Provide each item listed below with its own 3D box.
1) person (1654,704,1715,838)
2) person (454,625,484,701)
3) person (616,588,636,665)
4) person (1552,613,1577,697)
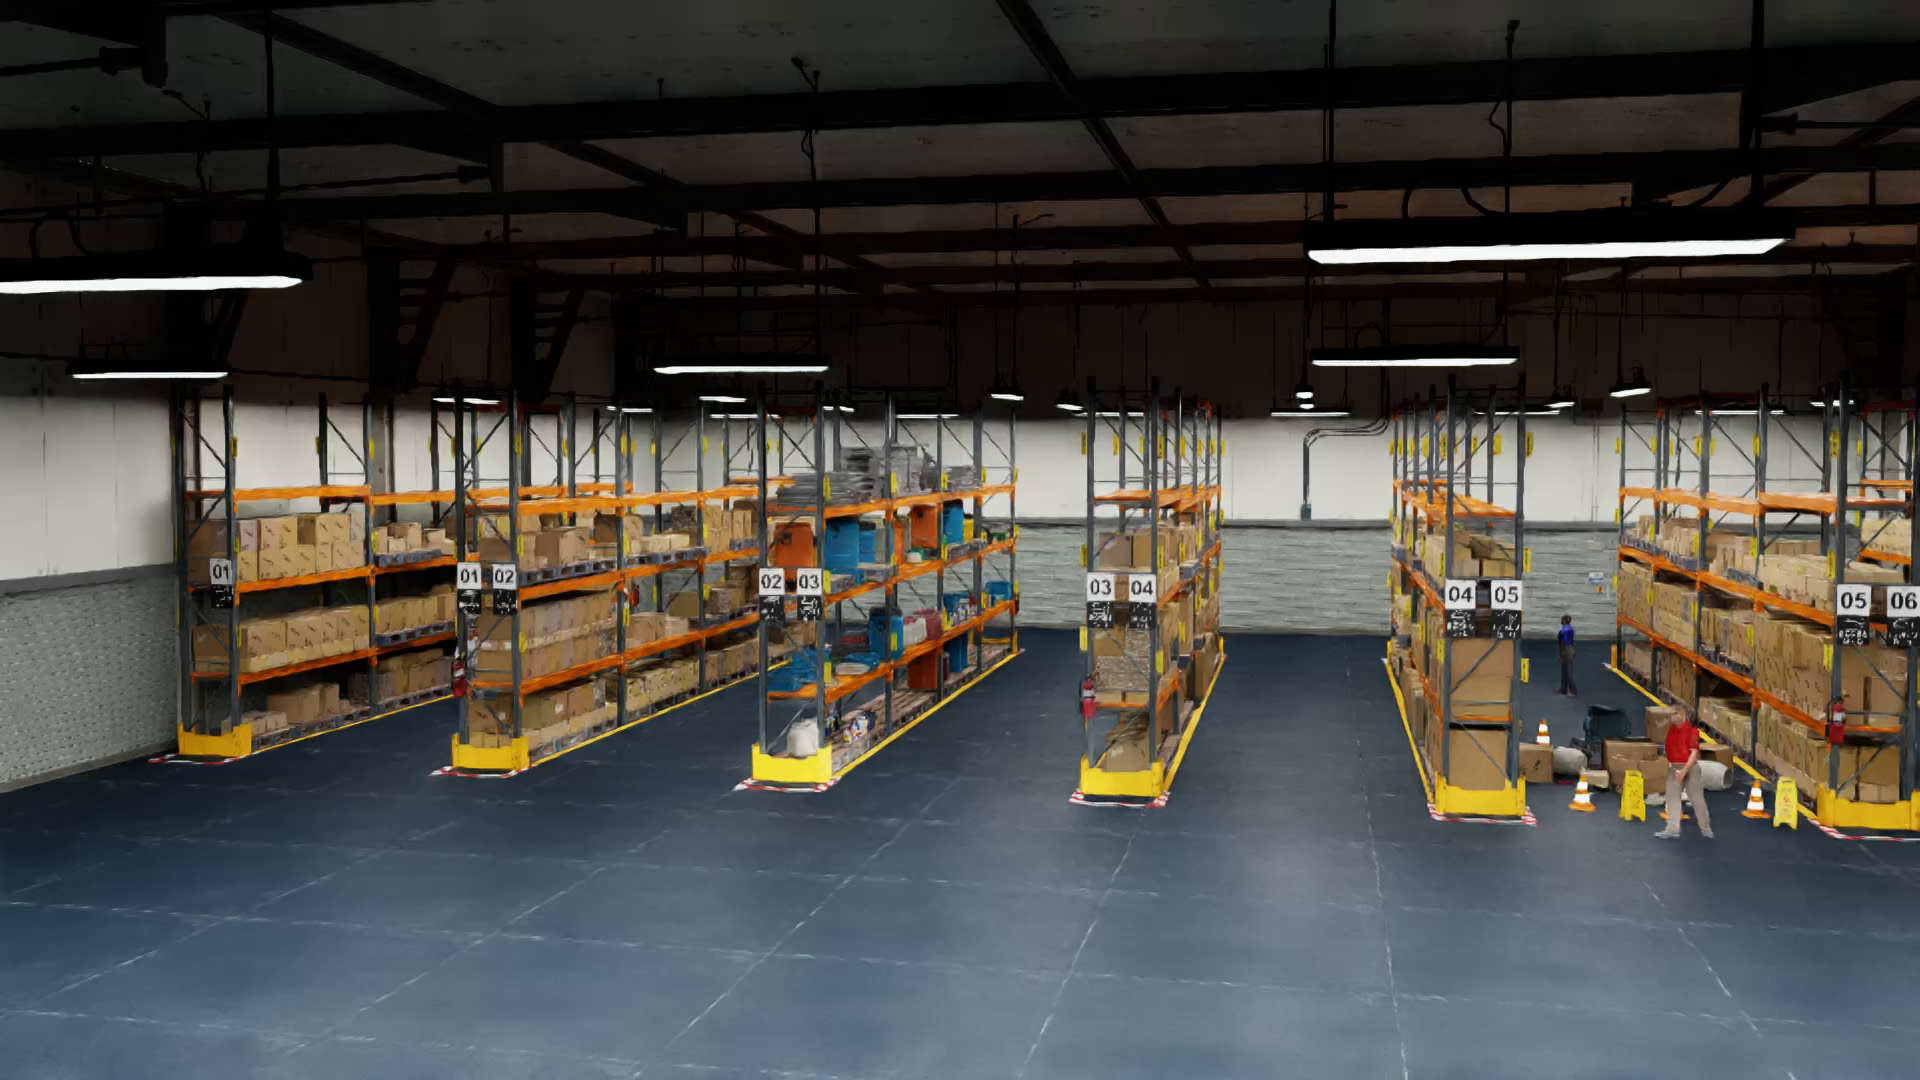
[{"bbox_3d":[9.278,2.954,21.260,0.719,1.713,0.569,-1,3,-20],"label":"person"},{"bbox_3d":[-9.360,2.401,31.958,0.639,1.610,0.807,0,3,-4],"label":"person"},{"bbox_3d":[-7.674,1.965,38.103,0.469,1.766,0.642,0,3,-8],"label":"person"},{"bbox_3d":[12.173,2.342,33.442,0.549,1.549,0.547,2,4,35],"label":"person"}]
